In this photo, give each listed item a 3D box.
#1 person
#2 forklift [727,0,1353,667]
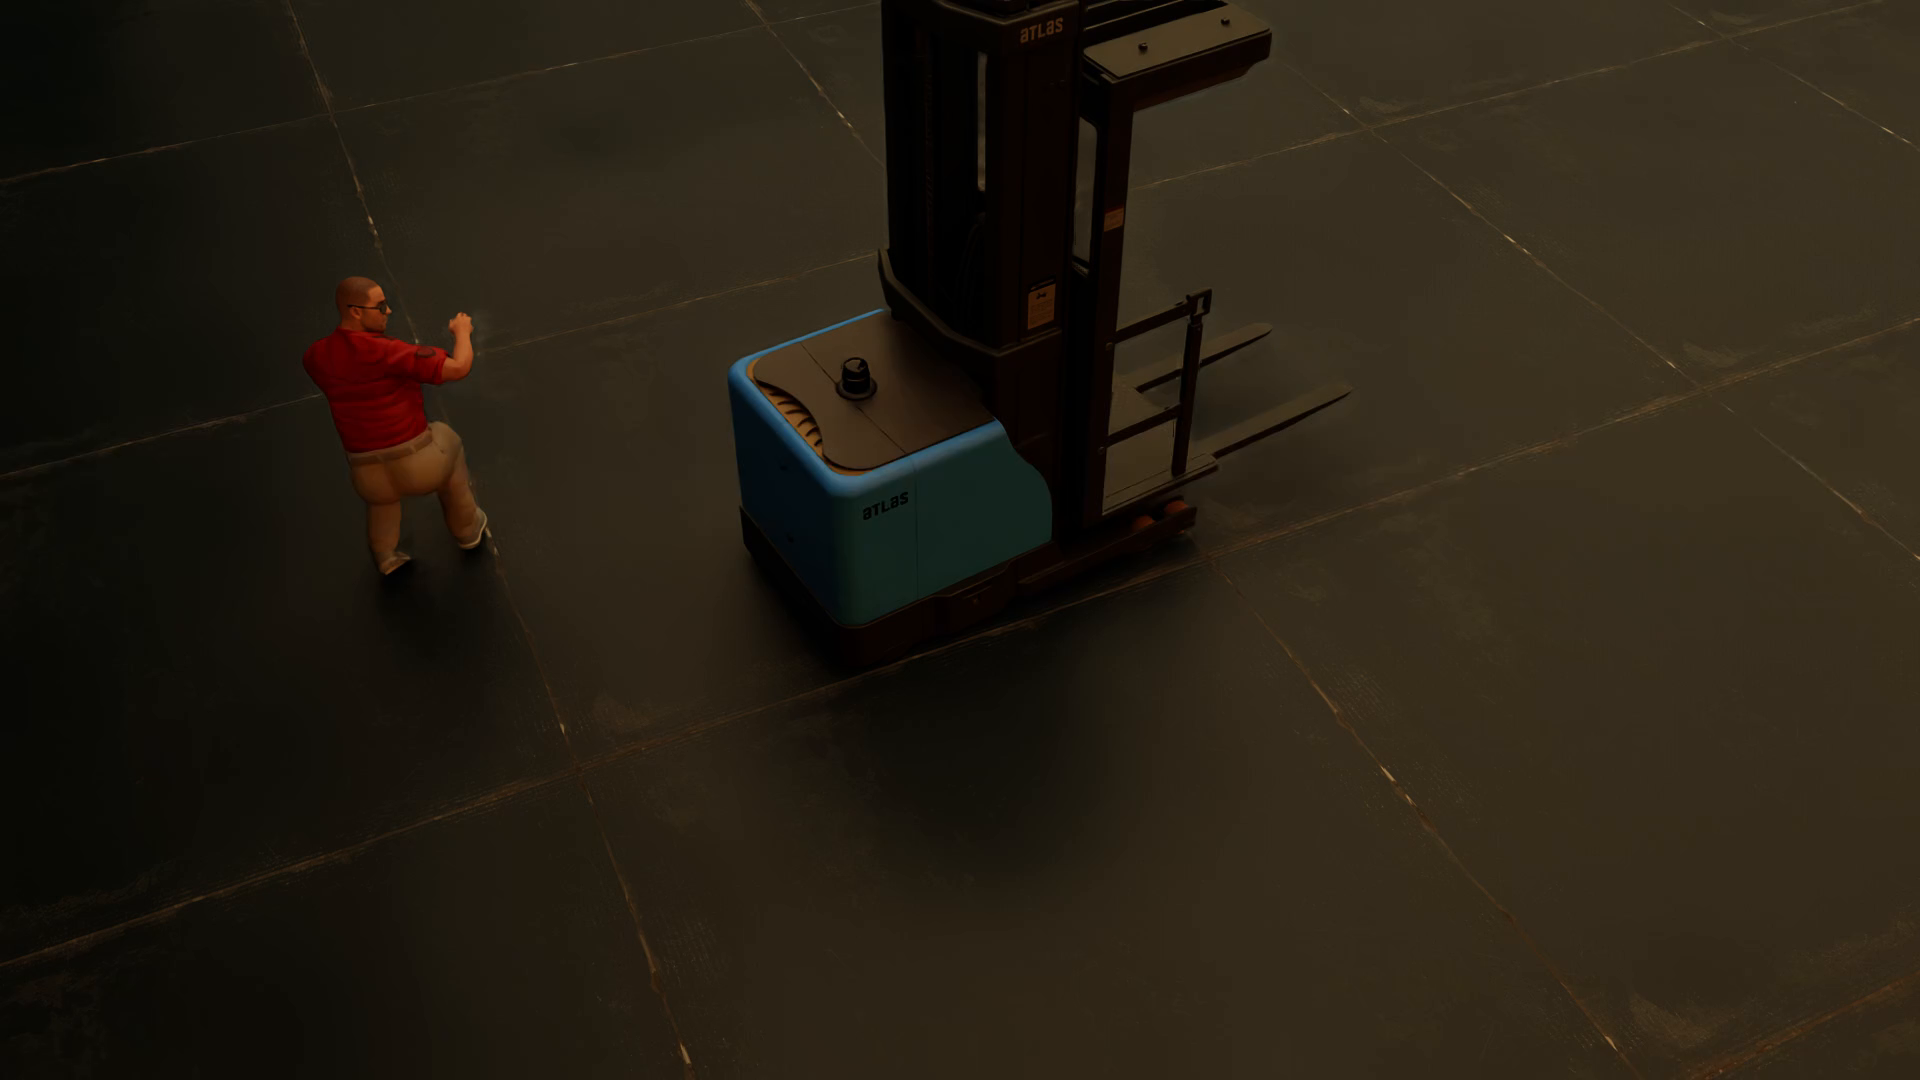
[{"bbox_3d":[-2.451,-0.570,7.402,0.790,1.478,0.967,-1,43,-1],"label":"person"},{"bbox_3d":[0.511,-1.303,7.076,3.031,2.935,1.130,-24,48,-23],"label":"forklift"}]
